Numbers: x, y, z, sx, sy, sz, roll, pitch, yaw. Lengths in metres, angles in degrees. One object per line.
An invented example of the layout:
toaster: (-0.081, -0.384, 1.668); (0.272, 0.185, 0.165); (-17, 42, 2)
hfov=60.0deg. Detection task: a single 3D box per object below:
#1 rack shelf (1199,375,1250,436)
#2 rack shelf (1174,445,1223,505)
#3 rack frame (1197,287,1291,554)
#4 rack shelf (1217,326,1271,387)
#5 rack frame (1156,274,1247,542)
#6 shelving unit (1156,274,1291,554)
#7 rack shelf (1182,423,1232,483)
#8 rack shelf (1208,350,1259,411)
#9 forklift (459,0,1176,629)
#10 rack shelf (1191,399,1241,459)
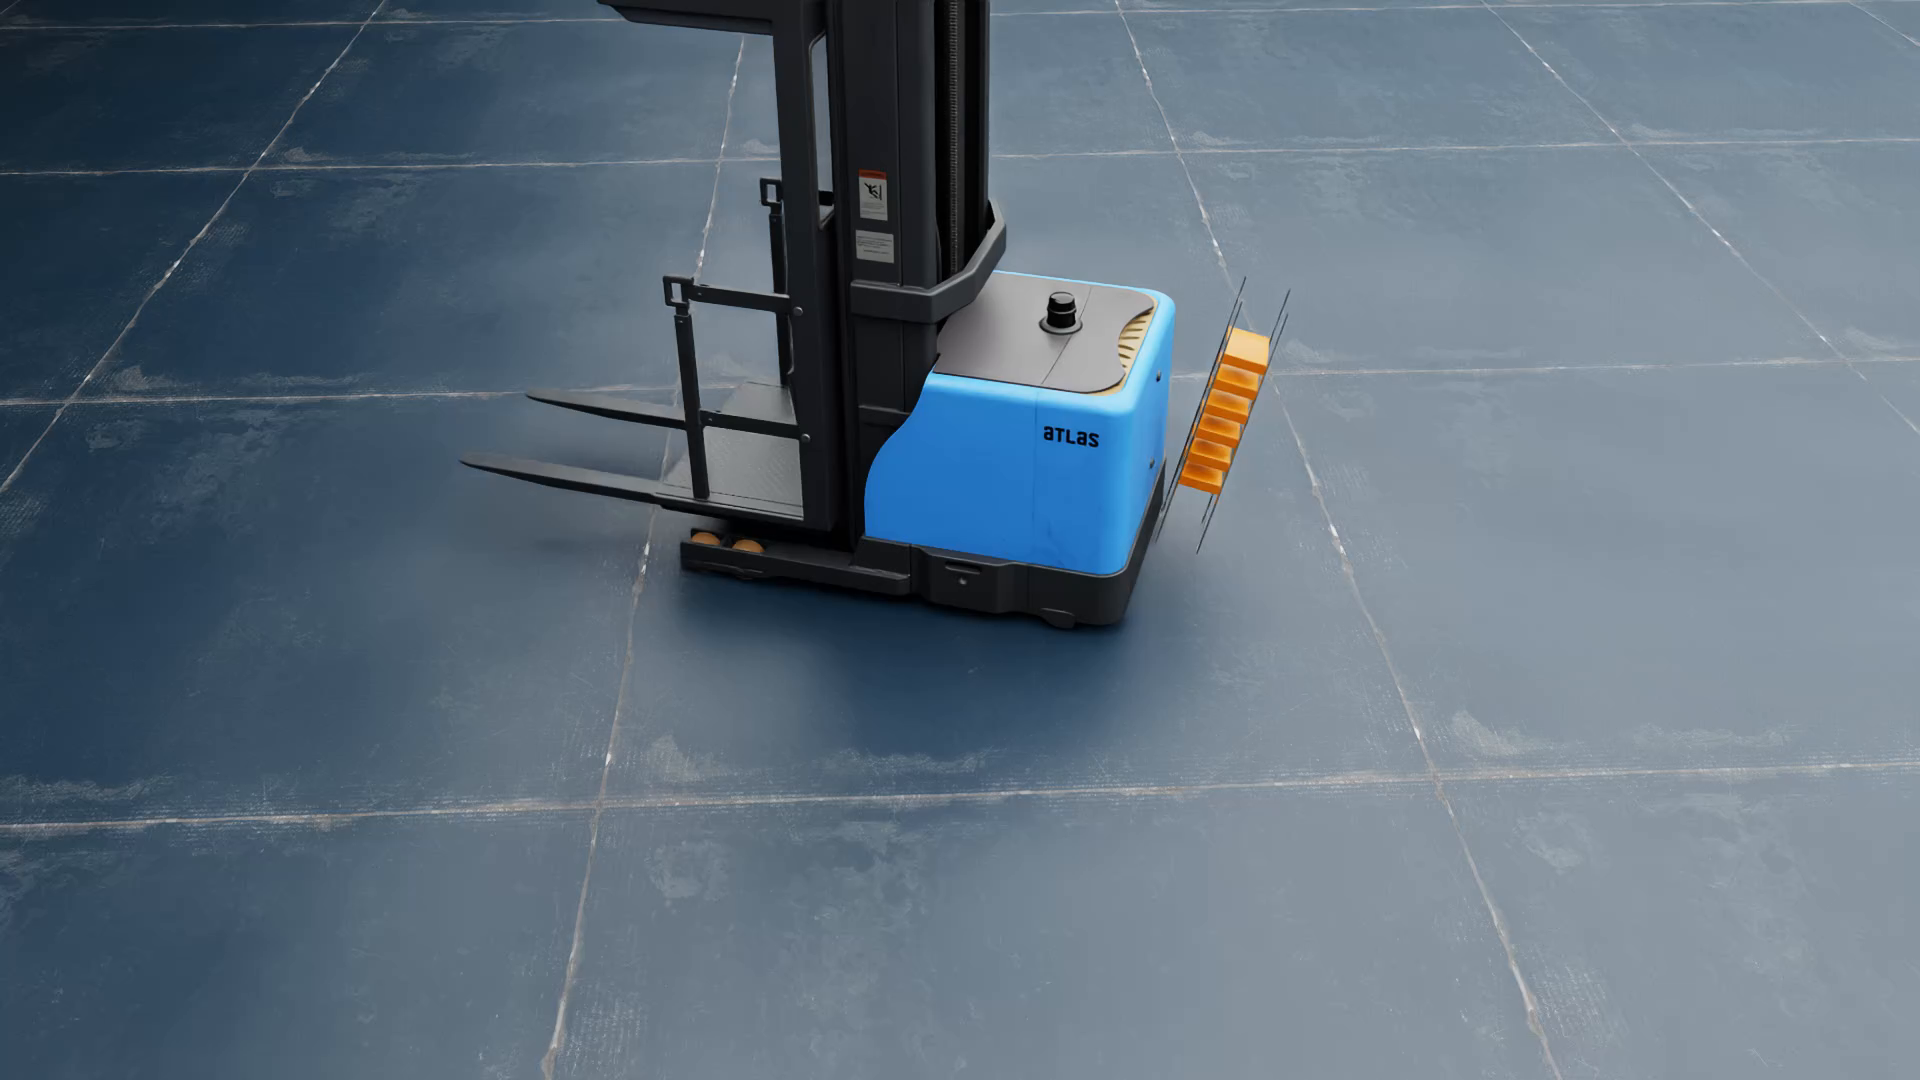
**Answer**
rack shelf: (1.099, -0.560, 6.863); (0.180, 0.103, 0.258); (17, 36, 2)
rack shelf: (1.023, -0.280, 7.075); (0.180, 0.103, 0.258); (17, 36, 2)
rack frame: (1.171, -0.475, 6.904); (0.006, 1.200, 0.240); (17, 36, 2)
rack shelf: (1.149, -0.747, 6.721); (0.180, 0.103, 0.258); (17, 36, 2)
rack frame: (0.995, -0.528, 6.911); (0.006, 1.200, 0.240); (17, 36, 2)
shelving unit: (1.083, -0.501, 6.907); (0.189, 1.200, 0.258); (17, 36, 2)
rack shelf: (1.049, -0.373, 7.004); (0.180, 0.103, 0.258); (17, 36, 2)
rack shelf: (1.124, -0.654, 6.792); (0.180, 0.103, 0.258); (17, 36, 2)
forklift: (-0.676, -1.317, 6.577); (3.031, 2.935, 1.130); (9, 36, 13)
rack shelf: (1.074, -0.467, 6.933); (0.180, 0.103, 0.258); (17, 36, 2)
